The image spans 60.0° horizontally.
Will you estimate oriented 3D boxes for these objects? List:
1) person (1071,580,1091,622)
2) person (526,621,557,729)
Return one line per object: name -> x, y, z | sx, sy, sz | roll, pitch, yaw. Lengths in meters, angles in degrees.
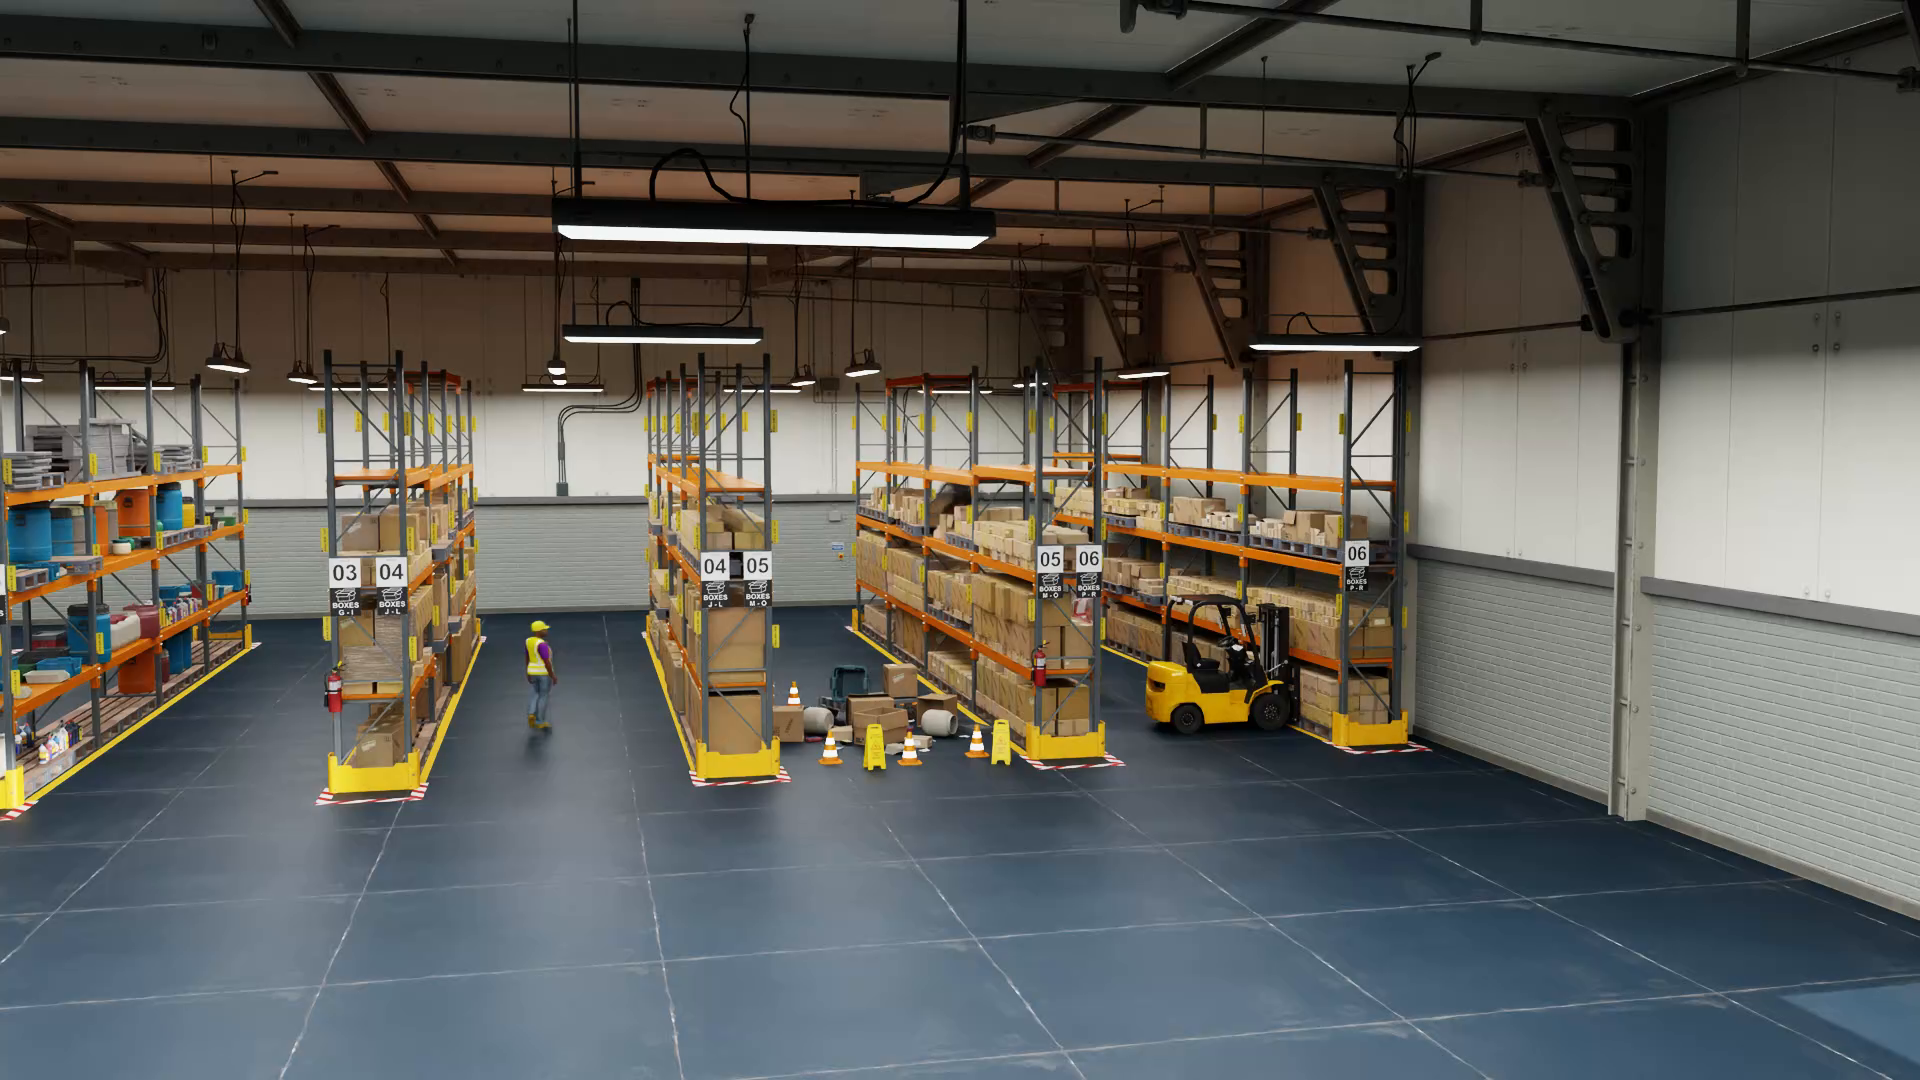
person -> 2.199, 1.645, 31.532 | 0.610, 1.864, 0.497 | -1, 4, -20
person -> -6.886, 2.209, 27.323 | 0.593, 1.775, 0.468 | 2, 4, 22
